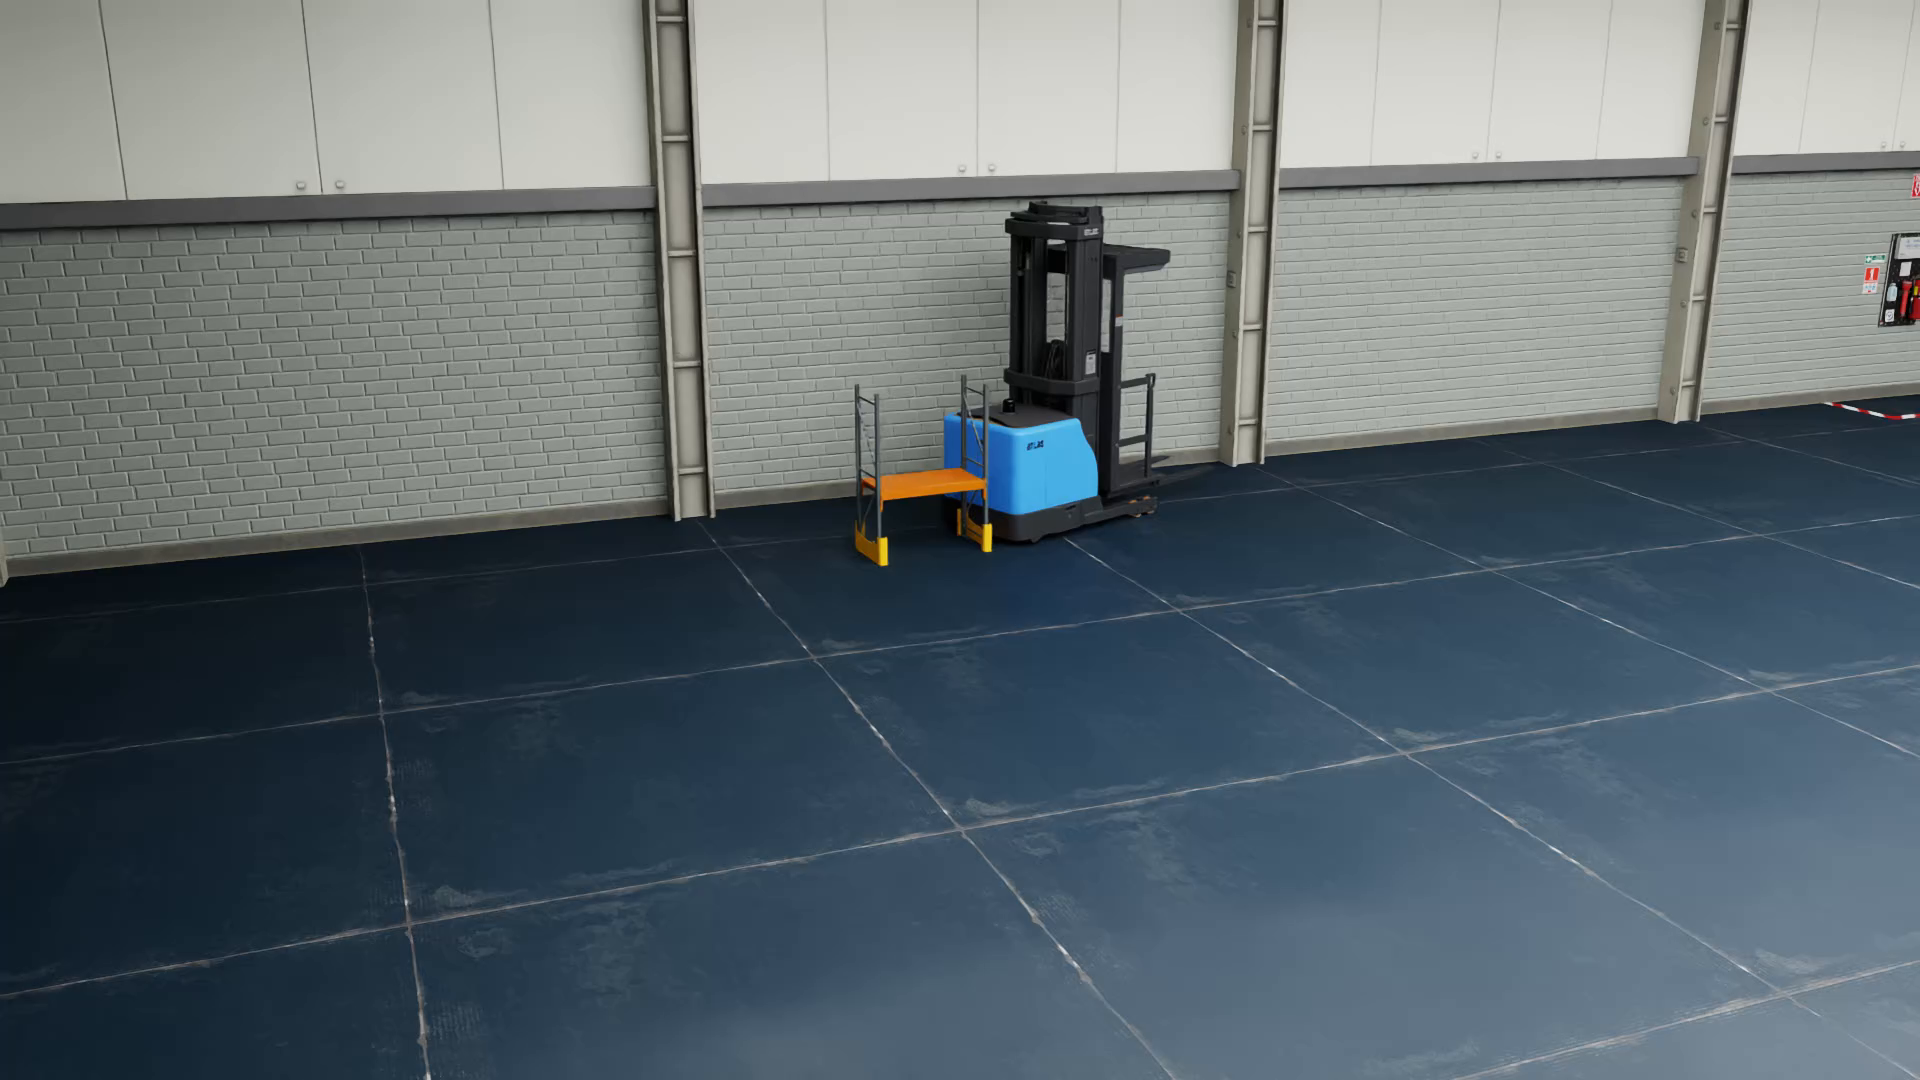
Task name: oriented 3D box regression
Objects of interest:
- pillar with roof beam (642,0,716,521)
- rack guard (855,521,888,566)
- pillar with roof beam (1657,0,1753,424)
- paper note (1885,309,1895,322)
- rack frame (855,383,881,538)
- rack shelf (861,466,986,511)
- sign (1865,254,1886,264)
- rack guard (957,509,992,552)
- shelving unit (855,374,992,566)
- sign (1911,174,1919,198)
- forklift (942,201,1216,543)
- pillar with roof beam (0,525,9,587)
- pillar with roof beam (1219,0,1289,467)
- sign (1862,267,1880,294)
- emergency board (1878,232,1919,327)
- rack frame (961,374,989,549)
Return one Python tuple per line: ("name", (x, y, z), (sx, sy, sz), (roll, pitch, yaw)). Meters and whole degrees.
("pillar with roof beam", (-1.024, -3.423, 10.784), (0.400, 9.000, 9.100), (-6, 17, -20))
("rack guard", (-0.776, 0.028, 14.559), (0.087, 0.250, 0.587), (-7, 18, -24))
("pillar with roof beam", (10.181, -4.633, 14.904), (0.400, 9.000, 9.100), (-6, 17, -20))
("paper note", (11.732, -2.831, 20.977), (0.142, 0.148, 0.016), (-6, 17, -20))
("rack frame", (-0.794, -0.569, 14.375), (0.032, 1.500, 0.500), (-7, 18, -24))
("rack shelf", (-0.332, -0.457, 14.630), (1.000, 0.185, 0.538), (-7, 18, -24))
("sign", (11.376, -3.494, 20.668), (0.331, 0.109, 0.001), (-6, 17, -20))
("rack guard", (0.128, -0.089, 14.959), (0.087, 0.250, 0.587), (-7, 18, -24))
("shelving unit", (-0.324, -0.630, 14.583), (1.083, 1.500, 0.587), (-7, 18, -24))
("sign", (11.879, -4.391, 20.612), (0.199, 0.298, 0.001), (-6, 17, -20))
("forklift", (1.259, -1.713, 15.730), (3.031, 2.935, 1.130), (-15, 22, -41))
("pillar with roof beam", (-6.627, -2.818, 8.724), (0.400, 9.000, 9.100), (-6, 17, -20))
("pillar with roof beam", (4.578, -4.028, 12.844), (0.400, 9.000, 9.100), (-6, 17, -20))
("sign", (11.369, -3.241, 20.749), (0.234, 0.329, 0.001), (-6, 17, -20))
("emergency board", (11.922, -3.253, 20.852), (0.643, 1.169, 0.194), (-6, 17, -20))
("rack frame", (0.129, -0.689, 14.783), (0.032, 1.500, 0.500), (-7, 18, -24))
